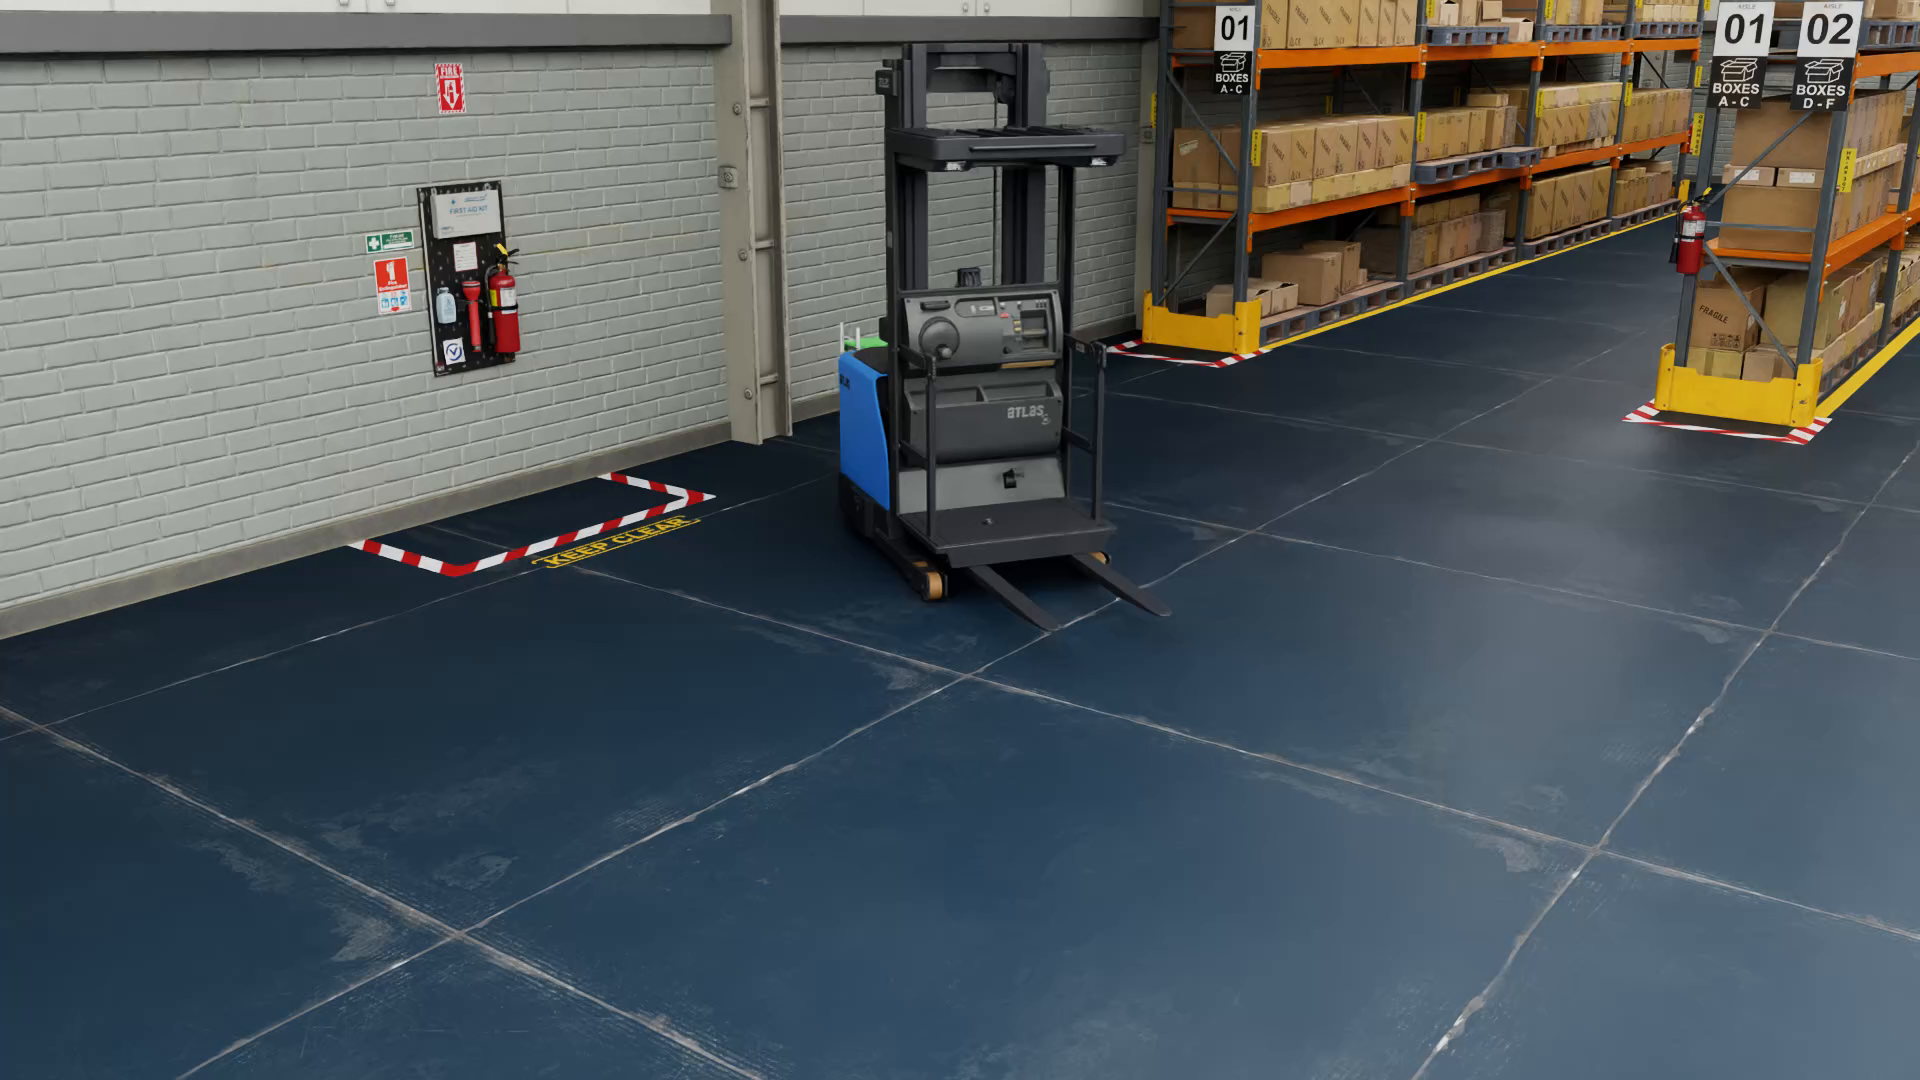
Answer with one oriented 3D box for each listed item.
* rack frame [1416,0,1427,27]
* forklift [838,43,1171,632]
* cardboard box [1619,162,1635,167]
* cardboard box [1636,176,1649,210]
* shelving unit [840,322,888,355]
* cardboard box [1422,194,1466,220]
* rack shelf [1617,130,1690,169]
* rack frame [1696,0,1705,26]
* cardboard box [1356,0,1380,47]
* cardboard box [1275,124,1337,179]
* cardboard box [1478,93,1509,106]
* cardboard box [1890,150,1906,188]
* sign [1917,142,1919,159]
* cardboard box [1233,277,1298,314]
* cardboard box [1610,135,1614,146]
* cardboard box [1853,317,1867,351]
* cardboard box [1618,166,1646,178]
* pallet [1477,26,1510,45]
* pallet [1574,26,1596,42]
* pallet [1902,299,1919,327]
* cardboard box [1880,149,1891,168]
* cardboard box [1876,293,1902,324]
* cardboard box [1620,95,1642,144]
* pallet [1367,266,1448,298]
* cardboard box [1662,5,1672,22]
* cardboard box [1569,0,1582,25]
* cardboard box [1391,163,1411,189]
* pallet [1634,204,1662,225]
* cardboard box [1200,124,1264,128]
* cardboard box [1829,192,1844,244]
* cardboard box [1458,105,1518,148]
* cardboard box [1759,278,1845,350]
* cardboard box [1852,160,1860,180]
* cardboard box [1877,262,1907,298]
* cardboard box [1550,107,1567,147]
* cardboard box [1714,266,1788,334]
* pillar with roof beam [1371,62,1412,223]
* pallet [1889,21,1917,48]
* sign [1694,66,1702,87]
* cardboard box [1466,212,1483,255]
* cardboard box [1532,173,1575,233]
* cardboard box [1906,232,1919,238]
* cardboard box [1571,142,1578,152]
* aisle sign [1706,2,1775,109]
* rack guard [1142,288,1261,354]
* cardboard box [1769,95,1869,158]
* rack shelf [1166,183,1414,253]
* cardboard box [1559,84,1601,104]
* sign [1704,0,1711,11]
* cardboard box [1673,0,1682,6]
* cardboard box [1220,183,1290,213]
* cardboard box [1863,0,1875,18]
[{"bbox_3d":[4.703,-7.153,18.103,1.000,3.000,0.127,12,21,35],"label":"rack frame"},{"bbox_3d":[0.214,-1.201,9.171,1.130,2.935,3.031,-6,18,-20],"label":"forklift"},{"bbox_3d":[10.829,-6.102,27.249,0.380,0.149,0.250,13,21,35],"label":"cardboard box"},{"bbox_3d":[10.608,-5.601,26.728,0.700,0.500,0.500,13,21,36],"label":"cardboard box"},{"bbox_3d":[-0.495,-0.836,10.914,0.503,1.200,0.258,-10,20,-30],"label":"shelving unit"},{"bbox_3d":[6.007,-4.186,20.875,0.500,0.250,0.500,12,21,34],"label":"cardboard box"},{"bbox_3d":[10.662,-6.326,26.770,1.077,0.370,4.000,12,21,35],"label":"rack shelf"},{"bbox_3d":[11.853,-10.011,27.307,1.000,3.000,0.127,12,21,35],"label":"rack frame"},{"bbox_3d":[3.990,-5.357,17.175,0.500,0.500,0.500,11,21,33],"label":"cardboard box"},{"bbox_3d":[3.461,-3.930,16.795,0.500,0.500,0.500,12,21,33],"label":"cardboard box"},{"bbox_3d":[6.905,-5.721,21.603,0.380,0.149,0.250,9,20,28],"label":"cardboard box"},{"bbox_3d":[9.469,-3.767,17.146,0.500,0.500,0.500,14,22,39],"label":"cardboard box"},{"bbox_3d":[9.131,-3.767,15.722,0.100,0.325,0.005,12,21,35],"label":"sign"},{"bbox_3d":[3.144,-2.546,17.176,0.500,0.311,0.500,15,22,39],"label":"cardboard box"},{"bbox_3d":[9.496,-5.952,24.743,0.380,0.149,0.250,13,21,35],"label":"cardboard box"},{"bbox_3d":[7.991,-1.913,15.273,0.500,0.250,0.500,12,21,35],"label":"cardboard box"},{"bbox_3d":[10.659,-5.843,26.416,0.380,0.149,0.250,12,21,33],"label":"cardboard box"},{"bbox_3d":[5.772,-6.006,19.786,1.213,0.211,1.003,12,21,35],"label":"pallet"},{"bbox_3d":[8.092,-7.012,23.028,1.003,0.211,1.213,14,22,37],"label":"pallet"},{"bbox_3d":[9.818,-2.556,18.118,1.003,0.211,1.213,12,21,35],"label":"pallet"},{"bbox_3d":[8.235,-3.484,15.143,0.380,0.149,0.250,12,21,35],"label":"cardboard box"},{"bbox_3d":[9.123,-2.353,16.691,0.500,0.250,0.500,12,21,33],"label":"cardboard box"},{"bbox_3d":[9.806,-6.463,25.491,0.980,0.700,0.700,13,21,36],"label":"cardboard box"},{"bbox_3d":[5.166,-3.142,20.005,1.003,0.211,1.213,12,21,35],"label":"pallet"},{"bbox_3d":[10.708,-8.163,25.790,0.500,0.250,0.500,12,21,33],"label":"cardboard box"},{"bbox_3d":[8.228,-7.441,23.180,0.700,0.500,0.500,12,21,35],"label":"cardboard box"},{"bbox_3d":[4.665,-4.059,18.477,0.500,0.250,0.500,12,21,35],"label":"cardboard box"},{"bbox_3d":[10.712,-5.321,27.021,1.003,0.211,1.213,12,21,35],"label":"pallet"},{"bbox_3d":[2.738,-3.899,16.696,0.500,0.500,0.500,13,21,35],"label":"cardboard box"},{"bbox_3d":[6.898,-2.743,13.851,0.700,0.500,0.500,13,22,36],"label":"cardboard box"},{"bbox_3d":[6.815,-5.385,21.615,0.700,0.500,0.500,10,20,28],"label":"cardboard box"},{"bbox_3d":[7.095,-1.914,14.013,0.500,0.500,0.500,12,21,35],"label":"cardboard box"},{"bbox_3d":[7.321,-3.120,13.969,0.380,0.149,0.250,12,21,33],"label":"cardboard box"},{"bbox_3d":[9.130,-2.623,16.615,0.500,0.311,0.500,13,21,35],"label":"cardboard box"},{"bbox_3d":[7.901,-5.633,22.622,0.500,0.500,0.500,13,22,36],"label":"cardboard box"},{"bbox_3d":[6.965,-2.127,14.700,0.500,0.500,0.500,12,21,35],"label":"cardboard box"},{"bbox_3d":[9.075,-7.188,18.217,9.100,9.000,0.400,12,21,35],"label":"pillar with roof beam"},{"bbox_3d":[7.469,-4.306,14.145,1.003,0.211,1.213,12,21,35],"label":"pallet"},{"bbox_3d":[12.281,-7.713,27.671,0.100,0.325,0.005,12,21,35],"label":"sign"},{"bbox_3d":[6.299,-3.974,21.456,0.700,0.500,0.500,12,21,35],"label":"cardboard box"},{"bbox_3d":[8.157,-4.774,23.475,0.750,0.750,0.750,12,21,34],"label":"cardboard box"},{"bbox_3d":[10.953,-3.353,18.966,0.500,0.311,0.500,13,22,36],"label":"cardboard box"},{"bbox_3d":[8.536,-5.596,23.596,0.380,0.149,0.250,13,22,36],"label":"cardboard box"},{"bbox_3d":[6.026,-3.738,12.841,0.394,0.787,0.004,12,21,35],"label":"aisle sign"},{"bbox_3d":[2.365,-2.159,16.354,1.175,0.500,0.348,12,21,35],"label":"rack guard"},{"bbox_3d":[7.229,-3.496,14.087,0.700,0.500,0.500,13,21,35],"label":"cardboard box"},{"bbox_3d":[3.512,-3.468,17.566,1.077,0.370,4.000,12,21,35],"label":"rack shelf"},{"bbox_3d":[8.781,-6.353,23.674,0.500,0.250,0.500,13,21,36],"label":"cardboard box"},{"bbox_3d":[12.281,-8.864,27.313,0.100,0.325,0.005,12,21,35],"label":"sign"},{"bbox_3d":[11.025,-8.648,26.087,0.500,0.500,0.500,11,21,32],"label":"cardboard box"},{"bbox_3d":[2.866,-3.333,16.138,0.500,0.250,0.500,12,21,33],"label":"cardboard box"},{"bbox_3d":[7.143,-4.290,13.421,0.380,0.149,0.250,12,21,35],"label":"cardboard box"}]
